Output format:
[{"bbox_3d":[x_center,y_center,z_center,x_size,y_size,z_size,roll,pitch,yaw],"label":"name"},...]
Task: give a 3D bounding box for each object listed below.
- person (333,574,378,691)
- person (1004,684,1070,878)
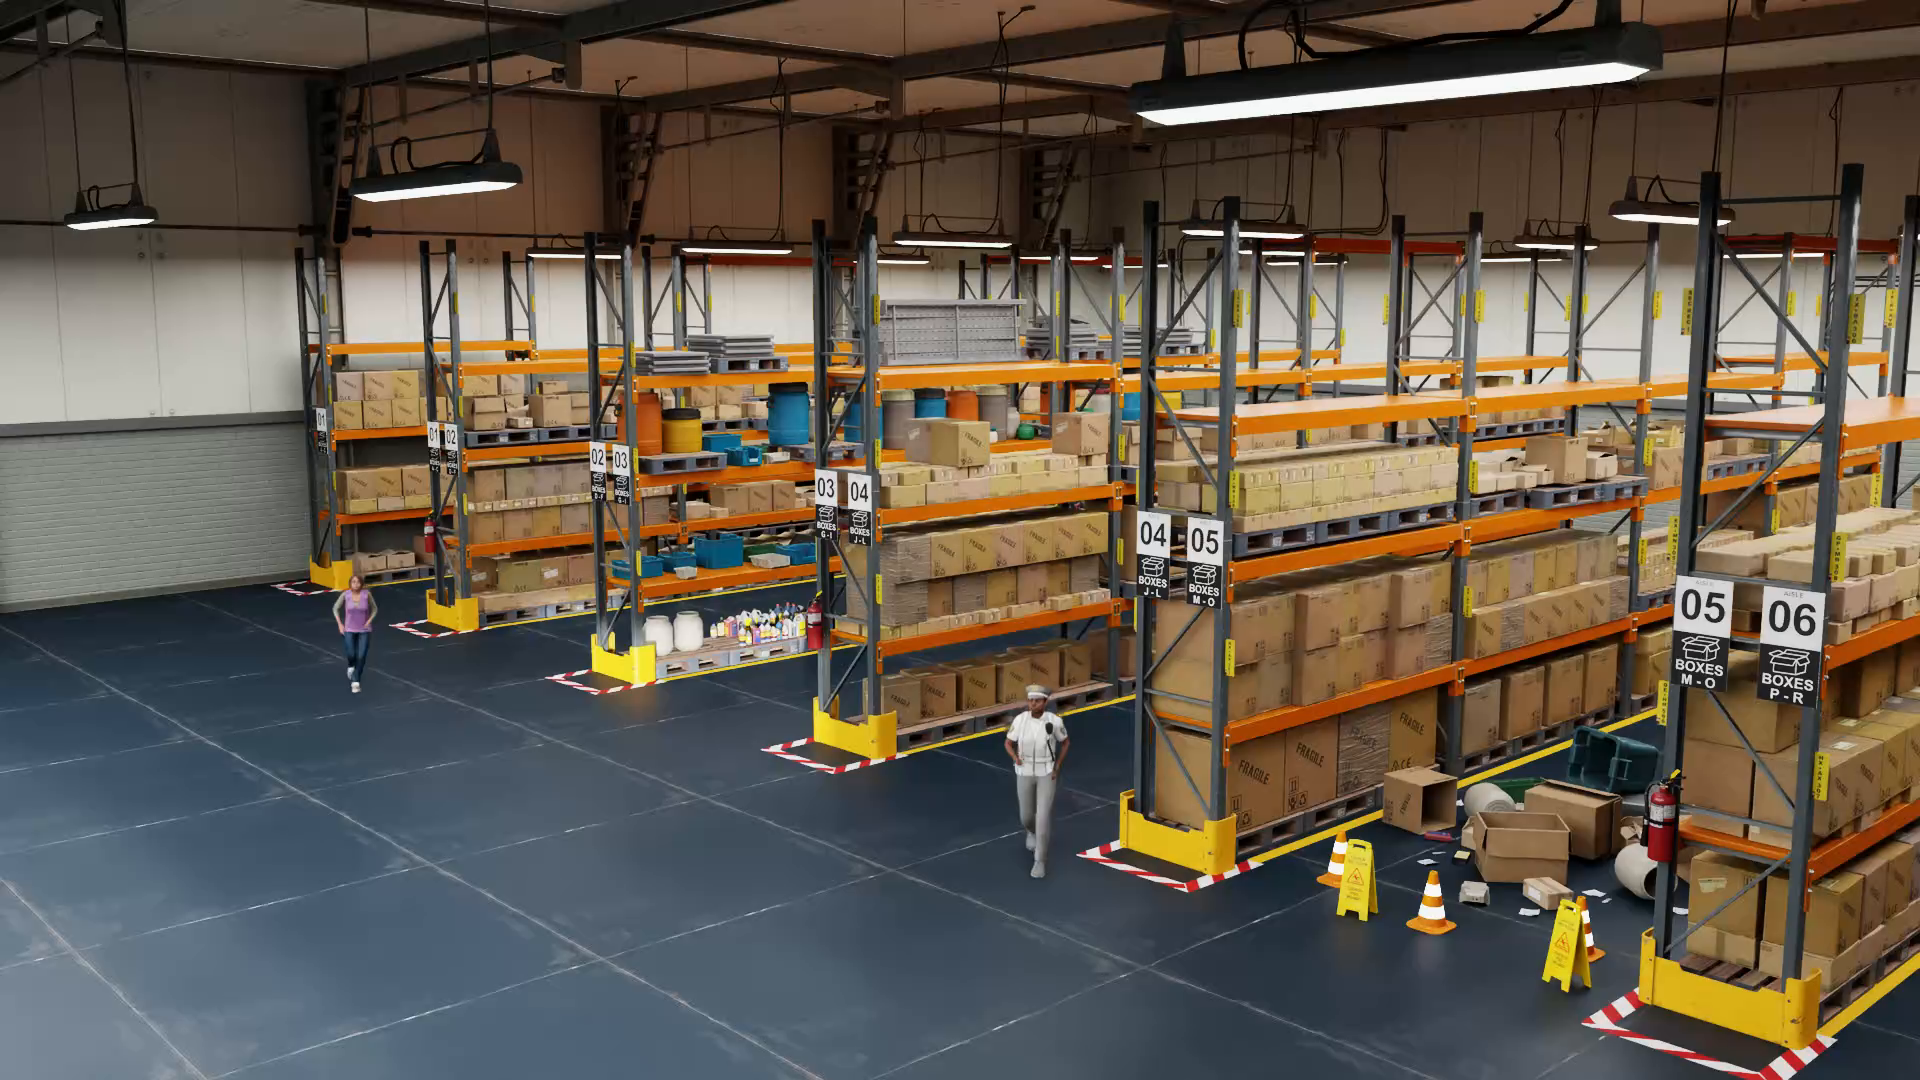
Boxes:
[{"bbox_3d":[-7.932,1.210,21.874,0.549,1.558,0.525,-4,9,-24],"label":"person"},{"bbox_3d":[0.687,2.137,15.135,0.559,1.713,0.759,2,9,13],"label":"person"}]
